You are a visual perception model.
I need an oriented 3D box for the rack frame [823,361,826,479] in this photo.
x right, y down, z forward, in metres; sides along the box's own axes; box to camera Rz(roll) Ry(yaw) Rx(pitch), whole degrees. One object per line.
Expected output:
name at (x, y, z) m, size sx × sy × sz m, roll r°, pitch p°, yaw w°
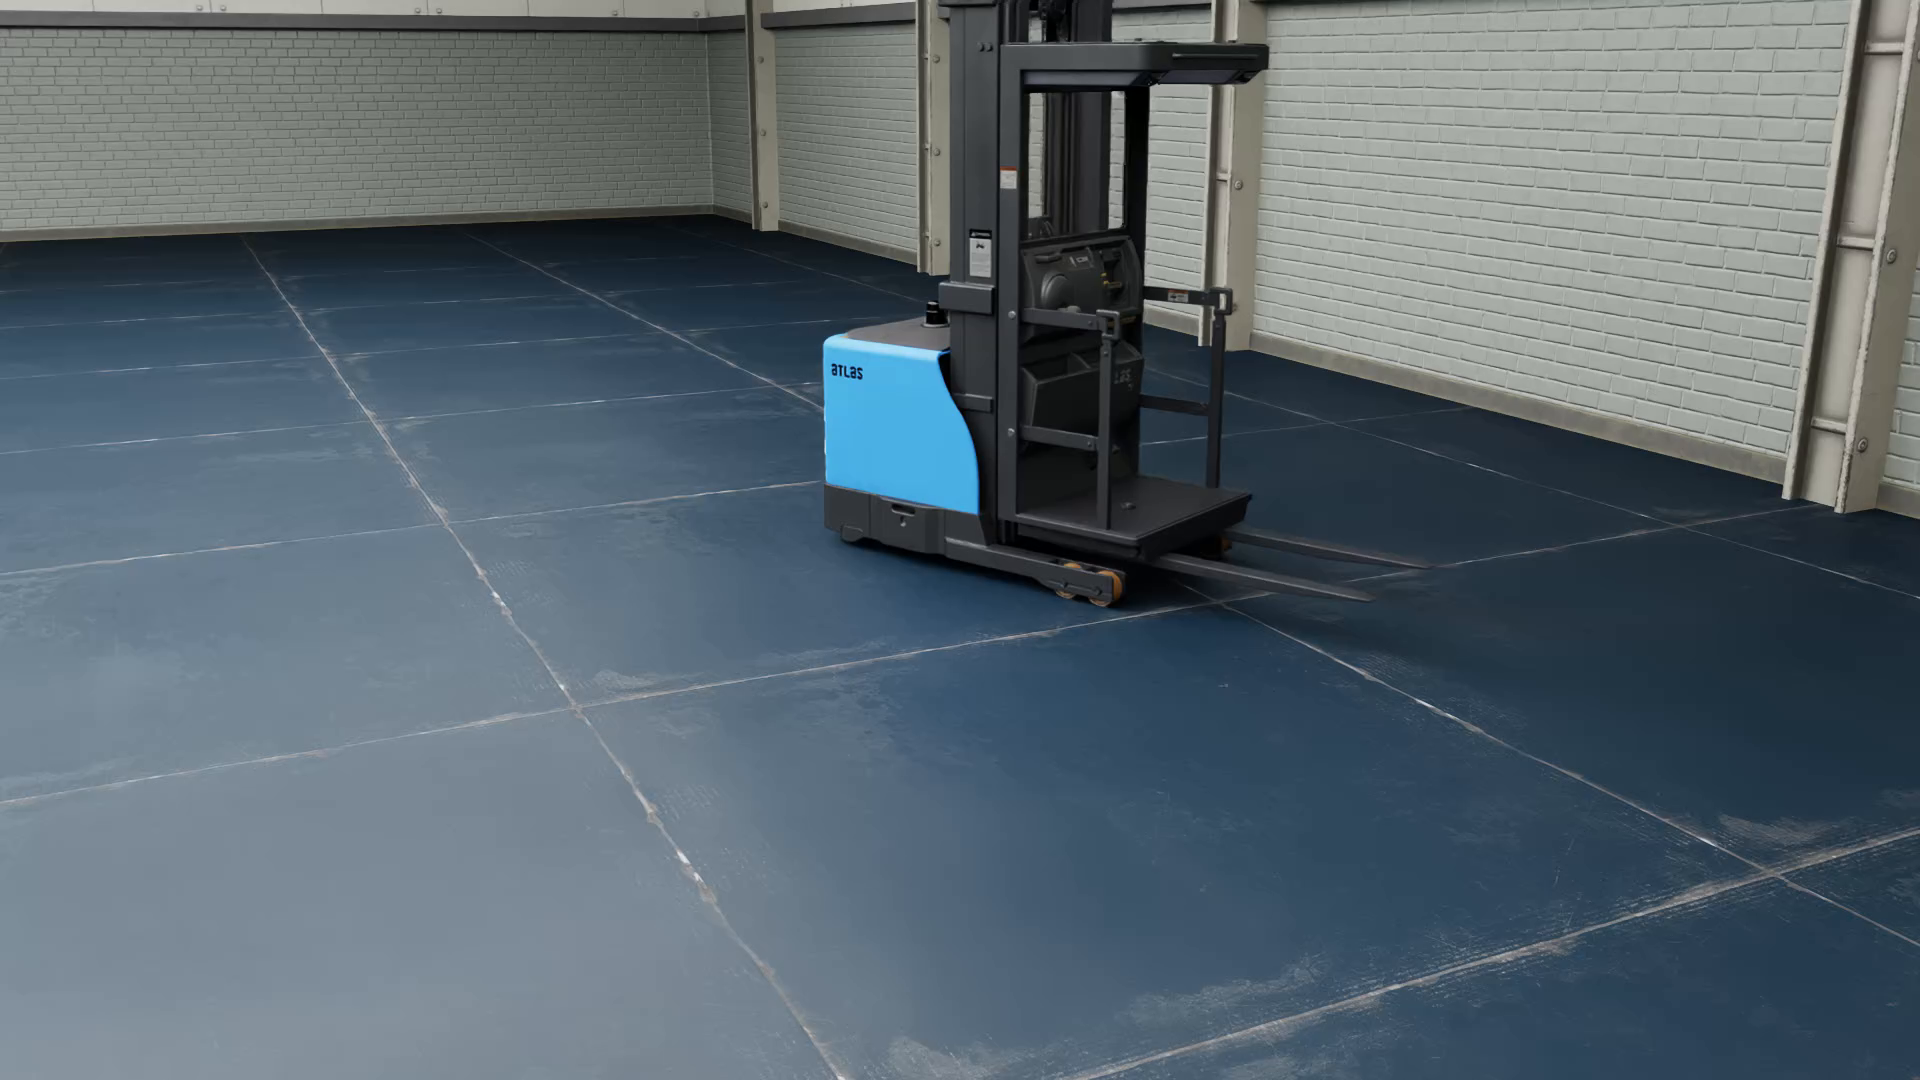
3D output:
rack frame at (-0.656, -0.566, 9.090) m, size 0.006 × 0.900 × 0.240 m, roll 12°, pitch 20°, yaw 37°

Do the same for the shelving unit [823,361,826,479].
shelving unit at (-0.577, -0.548, 9.030) m, size 0.210 × 0.900 × 0.258 m, roll 12°, pitch 20°, yaw 37°

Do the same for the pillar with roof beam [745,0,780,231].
pillar with roof beam at (-6.788, -8.483, 21.998) m, size 9.100 × 9.000 × 0.400 m, roll -8°, pitch 18°, yaw -25°

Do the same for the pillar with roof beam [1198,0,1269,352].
pillar with roof beam at (-1.531, -5.508, 11.629) m, size 9.100 × 9.000 × 0.400 m, roll -8°, pitch 18°, yaw -25°

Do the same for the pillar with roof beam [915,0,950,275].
pillar with roof beam at (-4.160, -6.995, 16.813) m, size 9.100 × 9.000 × 0.400 m, roll -8°, pitch 18°, yaw -25°

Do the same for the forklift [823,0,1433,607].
forklift at (0.756, -1.266, 7.850) m, size 3.031 × 2.935 × 1.130 m, roll 12°, pitch 20°, yaw 37°

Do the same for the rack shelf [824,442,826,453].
rack shelf at (-0.577, -0.516, 9.039) m, size 0.200 × 0.077 × 0.258 m, roll 12°, pitch 20°, yaw 37°

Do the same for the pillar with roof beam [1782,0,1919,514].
pillar with roof beam at (1.097, -4.020, 6.445) m, size 9.100 × 9.000 × 0.400 m, roll -8°, pitch 18°, yaw -25°

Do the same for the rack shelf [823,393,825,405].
rack shelf at (-0.577, -0.776, 8.965) m, size 0.200 × 0.077 × 0.258 m, roll 12°, pitch 20°, yaw 37°
